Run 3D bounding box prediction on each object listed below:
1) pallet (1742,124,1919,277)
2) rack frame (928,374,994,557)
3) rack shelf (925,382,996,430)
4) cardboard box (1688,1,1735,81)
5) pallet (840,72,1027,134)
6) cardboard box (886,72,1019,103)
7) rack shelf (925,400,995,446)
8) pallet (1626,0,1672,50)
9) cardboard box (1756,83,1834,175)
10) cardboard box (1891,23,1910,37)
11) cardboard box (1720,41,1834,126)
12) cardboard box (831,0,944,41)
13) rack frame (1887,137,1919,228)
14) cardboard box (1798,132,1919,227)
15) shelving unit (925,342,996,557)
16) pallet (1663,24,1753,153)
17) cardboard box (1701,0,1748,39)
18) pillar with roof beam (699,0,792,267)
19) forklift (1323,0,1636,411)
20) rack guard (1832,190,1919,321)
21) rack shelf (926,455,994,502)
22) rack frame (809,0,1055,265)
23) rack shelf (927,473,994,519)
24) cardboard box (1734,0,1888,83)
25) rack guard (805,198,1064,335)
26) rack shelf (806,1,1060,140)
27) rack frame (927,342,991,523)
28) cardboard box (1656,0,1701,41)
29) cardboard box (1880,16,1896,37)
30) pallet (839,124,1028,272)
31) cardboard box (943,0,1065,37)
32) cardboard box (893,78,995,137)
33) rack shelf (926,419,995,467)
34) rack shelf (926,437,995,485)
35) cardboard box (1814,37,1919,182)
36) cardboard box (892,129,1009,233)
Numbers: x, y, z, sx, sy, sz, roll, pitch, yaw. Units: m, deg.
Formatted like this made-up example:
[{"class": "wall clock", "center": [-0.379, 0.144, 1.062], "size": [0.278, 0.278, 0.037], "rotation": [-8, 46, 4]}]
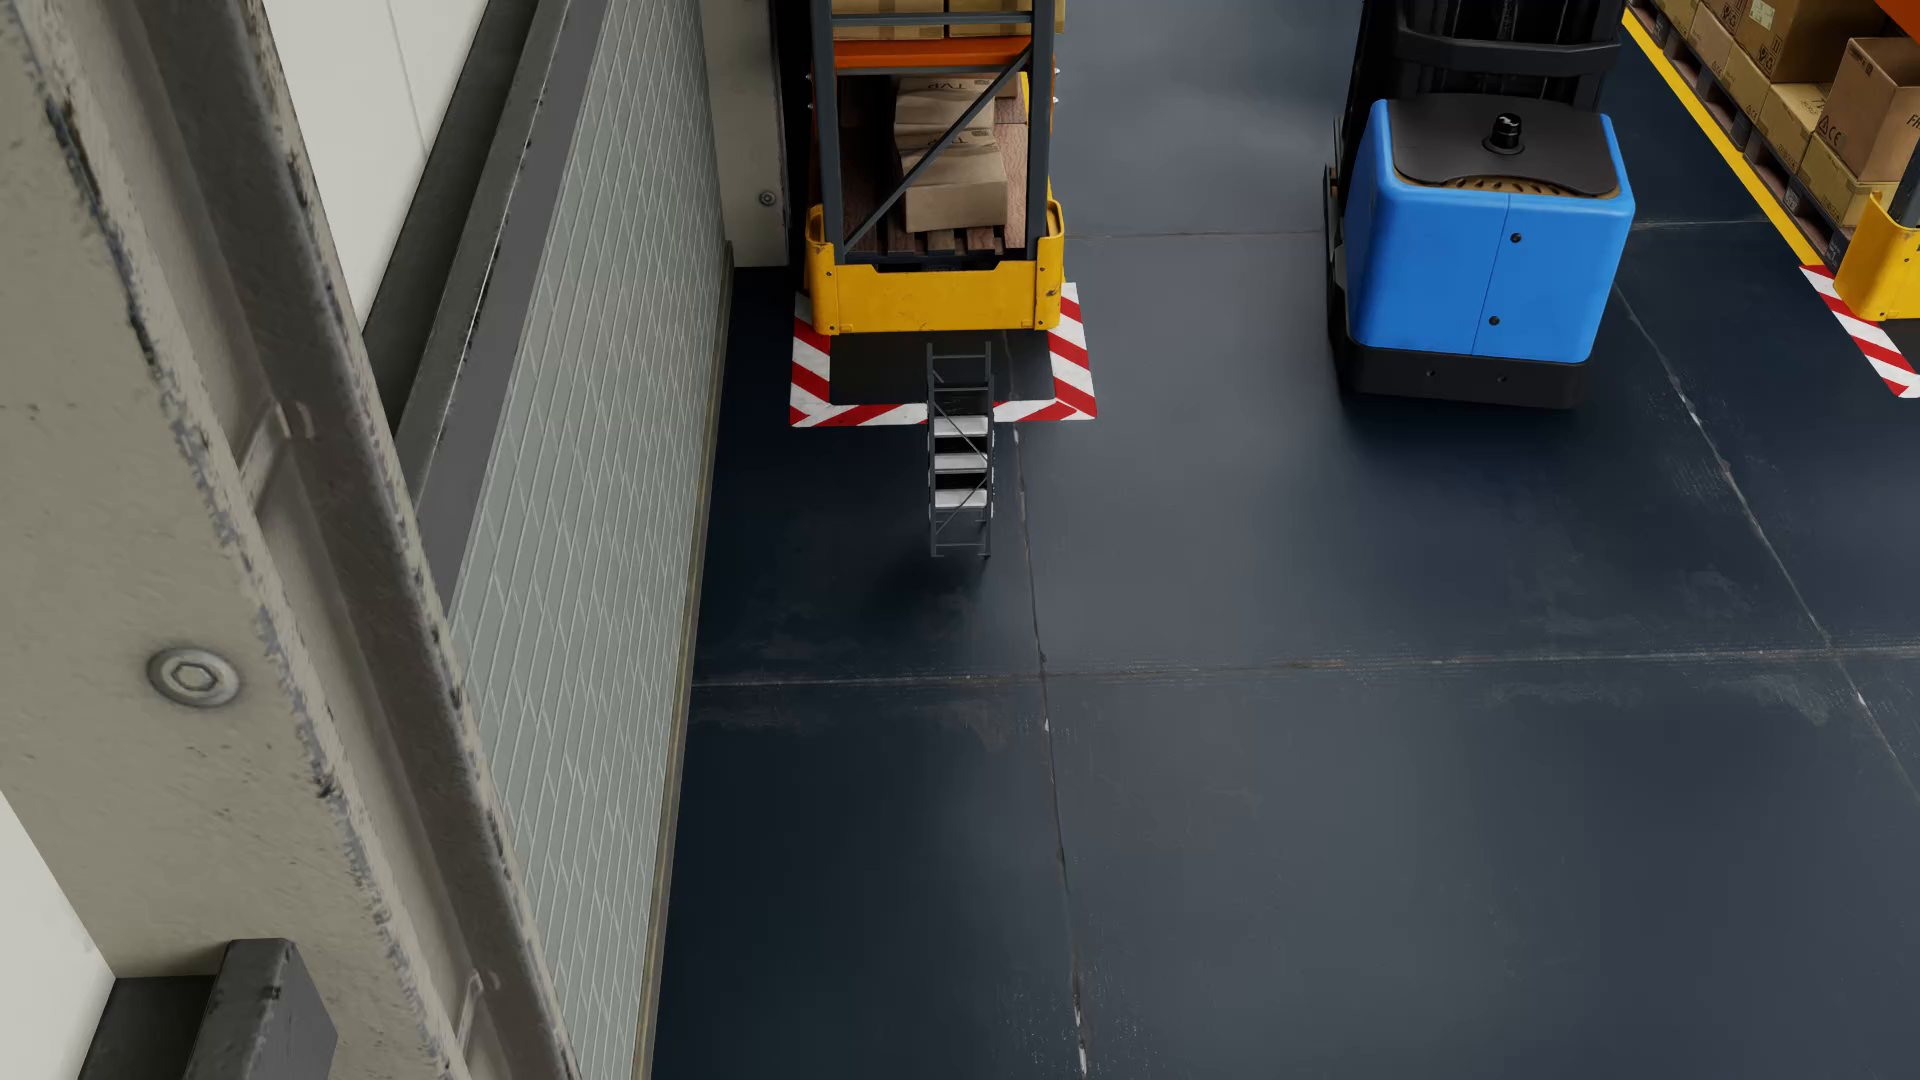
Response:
[{"class": "pallet", "center": [4.761, -1.779, 8.534], "size": [1.003, 0.211, 1.213], "rotation": [-2, 43, -2]}, {"class": "rack frame", "center": [0.004, -0.269, 6.377], "size": [0.240, 0.900, 0.006], "rotation": [-2, 43, -2]}, {"class": "rack shelf", "center": [0.000, -0.512, 6.292], "size": [0.258, 0.077, 0.200], "rotation": [-2, 43, -2]}, {"class": "cardboard box", "center": [4.442, -2.799, 9.308], "size": [0.500, 0.250, 0.500], "rotation": [-2, 43, -2]}, {"class": "pallet", "center": [-0.165, -2.542, 9.366], "size": [1.003, 0.211, 1.213], "rotation": [-2, 43, -2]}, {"class": "cardboard box", "center": [-0.058, -2.739, 9.043], "size": [0.700, 0.500, 0.500], "rotation": [-4, 43, -4]}, {"class": "rack shelf", "center": [0.000, -0.445, 6.353], "size": [0.258, 0.077, 0.200], "rotation": [-2, 43, -2]}, {"class": "pallet", "center": [4.658, -3.426, 10.332], "size": [1.003, 0.211, 1.213], "rotation": [-2, 43, -2]}, {"class": "cardboard box", "center": [4.484, -2.124, 8.571], "size": [0.500, 0.250, 0.500], "rotation": [-2, 43, -2]}, {"class": "cardboard box", "center": [5.012, -2.415, 8.334], "size": [0.500, 0.500, 0.500], "rotation": [-2, 43, -2]}, {"class": "cardboard box", "center": [4.461, -2.461, 8.939], "size": [0.500, 0.250, 0.500], "rotation": [-2, 43, -2]}, {"class": "cardboard box", "center": [-0.327, -2.409, 7.255], "size": [0.500, 0.250, 0.500], "rotation": [-1, 43, -1]}, {"class": "rack frame", "center": [4.836, -2.292, 7.030], "size": [1.000, 3.000, 0.127], "rotation": [-2, 43, -2]}, {"class": "cardboard box", "center": [4.518, -1.786, 8.203], "size": [0.500, 0.250, 0.500], "rotation": [-2, 43, -2]}, {"class": "shelving unit", "center": [0.000, -0.337, 6.452], "size": [0.258, 0.900, 0.210], "rotation": [-2, 43, -2]}, {"class": "pallet", "center": [4.713, -2.601, 9.431], "size": [1.003, 0.211, 1.213], "rotation": [-2, 43, -2]}, {"class": "cardboard box", "center": [4.438, -3.075, 9.054], "size": [0.500, 0.500, 0.500], "rotation": [-2, 43, -2]}, {"class": "pillar with roof beam", "center": [3.294, -4.930, 5.469], "size": [9.100, 9.000, 0.400], "rotation": [-2, 43, -2]}, {"class": "forklift", "center": [2.411, -2.645, 7.467], "size": [1.130, 2.935, 3.031], "rotation": [6, 43, 6]}, {"class": "rack guard", "center": [4.837, -1.354, 7.857], "size": [1.175, 0.500, 0.348], "rotation": [-2, 43, -2]}, {"class": "rack shelf", "center": [0.000, -0.246, 6.535], "size": [0.258, 0.077, 0.200], "rotation": [-2, 43, -2]}, {"class": "rack frame", "center": [-0.113, -2.147, 6.872], "size": [1.000, 3.000, 0.127], "rotation": [-2, 43, -2]}, {"class": "rack shelf", "center": [0.000, -0.180, 6.596], "size": [0.258, 0.077, 0.200], "rotation": [-2, 43, -2]}, {"class": "cardboard box", "center": [4.458, -2.738, 8.686], "size": [0.500, 0.500, 0.500], "rotation": [-2, 43, -2]}, {"class": "rack guard", "center": [-0.117, -1.277, 7.773], "size": [1.175, 0.500, 0.348], "rotation": [-2, 43, -2]}, {"class": "rack shelf", "center": [-0.198, -3.232, 8.589], "size": [1.077, 0.370, 4.000], "rotation": [-2, 43, -2]}, {"class": "rack frame", "center": [-0.005, -0.406, 6.527], "size": [0.240, 0.900, 0.006], "rotation": [-2, 43, -2]}, {"class": "cardboard box", "center": [4.415, -3.136, 9.676], "size": [0.500, 0.250, 0.500], "rotation": [-2, 43, -2]}, {"class": "cardboard box", "center": [4.978, -2.752, 8.702], "size": [0.500, 0.500, 0.500], "rotation": [-2, 43, -2]}, {"class": "pallet", "center": [-0.116, -1.720, 8.470], "size": [1.003, 0.211, 1.213], "rotation": [-2, 43, -2]}, {"class": "cardboard box", "center": [0.183, -2.438, 7.286], "size": [0.500, 0.250, 0.500], "rotation": [-3, 43, -3]}, {"class": "cardboard box", "center": [-0.077, -2.173, 8.565], "size": [0.500, 0.311, 0.500], "rotation": [2, 43, 2]}, {"class": "rack shelf", "center": [0.000, -0.379, 6.414], "size": [0.258, 0.077, 0.200], "rotation": [-2, 43, -2]}, {"class": "rack shelf", "center": [0.000, -0.313, 6.474], "size": [0.258, 0.077, 0.200], "rotation": [-2, 43, -2]}, {"class": "cardboard box", "center": [4.516, -2.063, 7.950], "size": [0.500, 0.500, 0.500], "rotation": [-2, 43, -2]}, {"class": "cardboard box", "center": [-0.053, -1.788, 8.145], "size": [0.500, 0.311, 0.500], "rotation": [-6, 43, -7]}]
